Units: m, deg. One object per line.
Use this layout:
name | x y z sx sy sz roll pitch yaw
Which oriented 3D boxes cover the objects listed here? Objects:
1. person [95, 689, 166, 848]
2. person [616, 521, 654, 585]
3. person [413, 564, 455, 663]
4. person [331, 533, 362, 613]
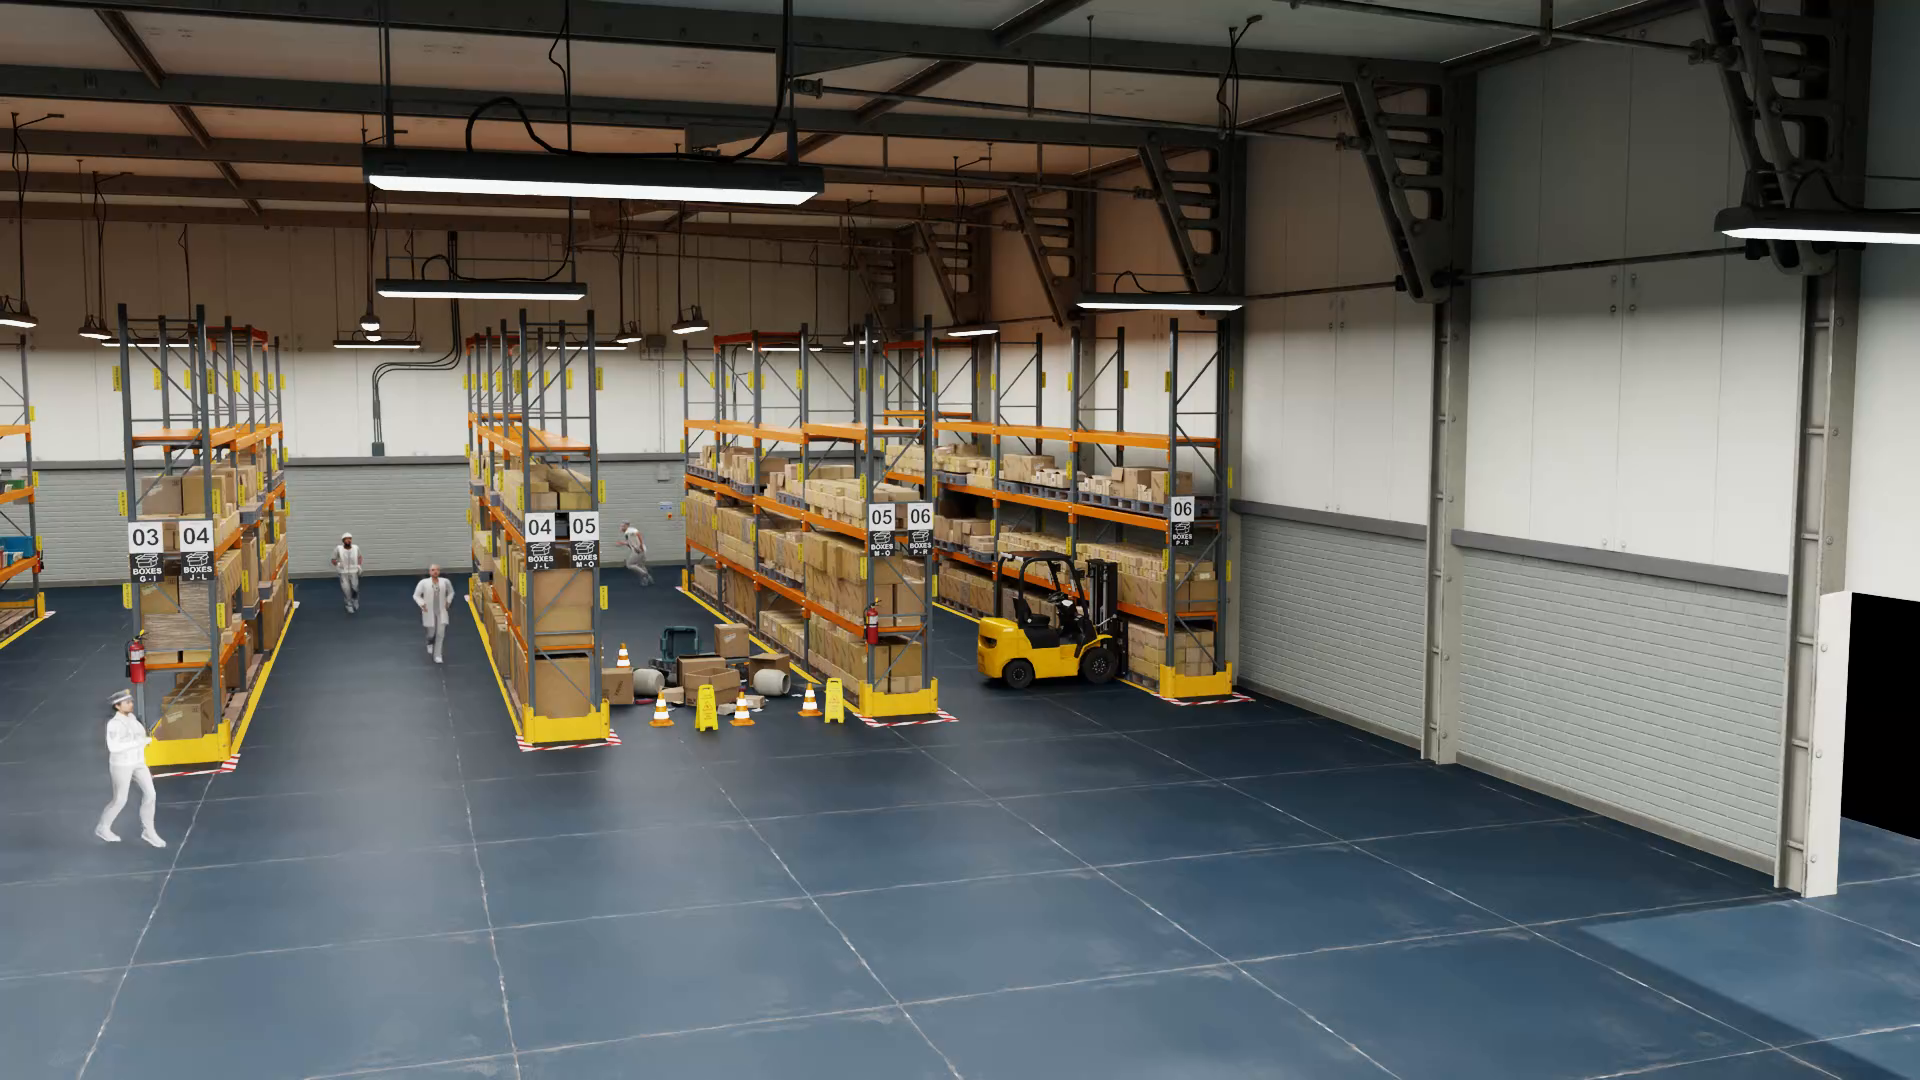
person | -8.965 2.457 17.886 0.740 1.743 0.600 1 6 10
person | -7.988 0.322 40.831 0.920 1.617 0.694 -1 6 -13
person | -9.400 1.302 29.794 0.726 1.745 0.865 -3 6 -26
person | -13.247 0.720 35.994 0.661 1.745 0.608 -3 6 -29
